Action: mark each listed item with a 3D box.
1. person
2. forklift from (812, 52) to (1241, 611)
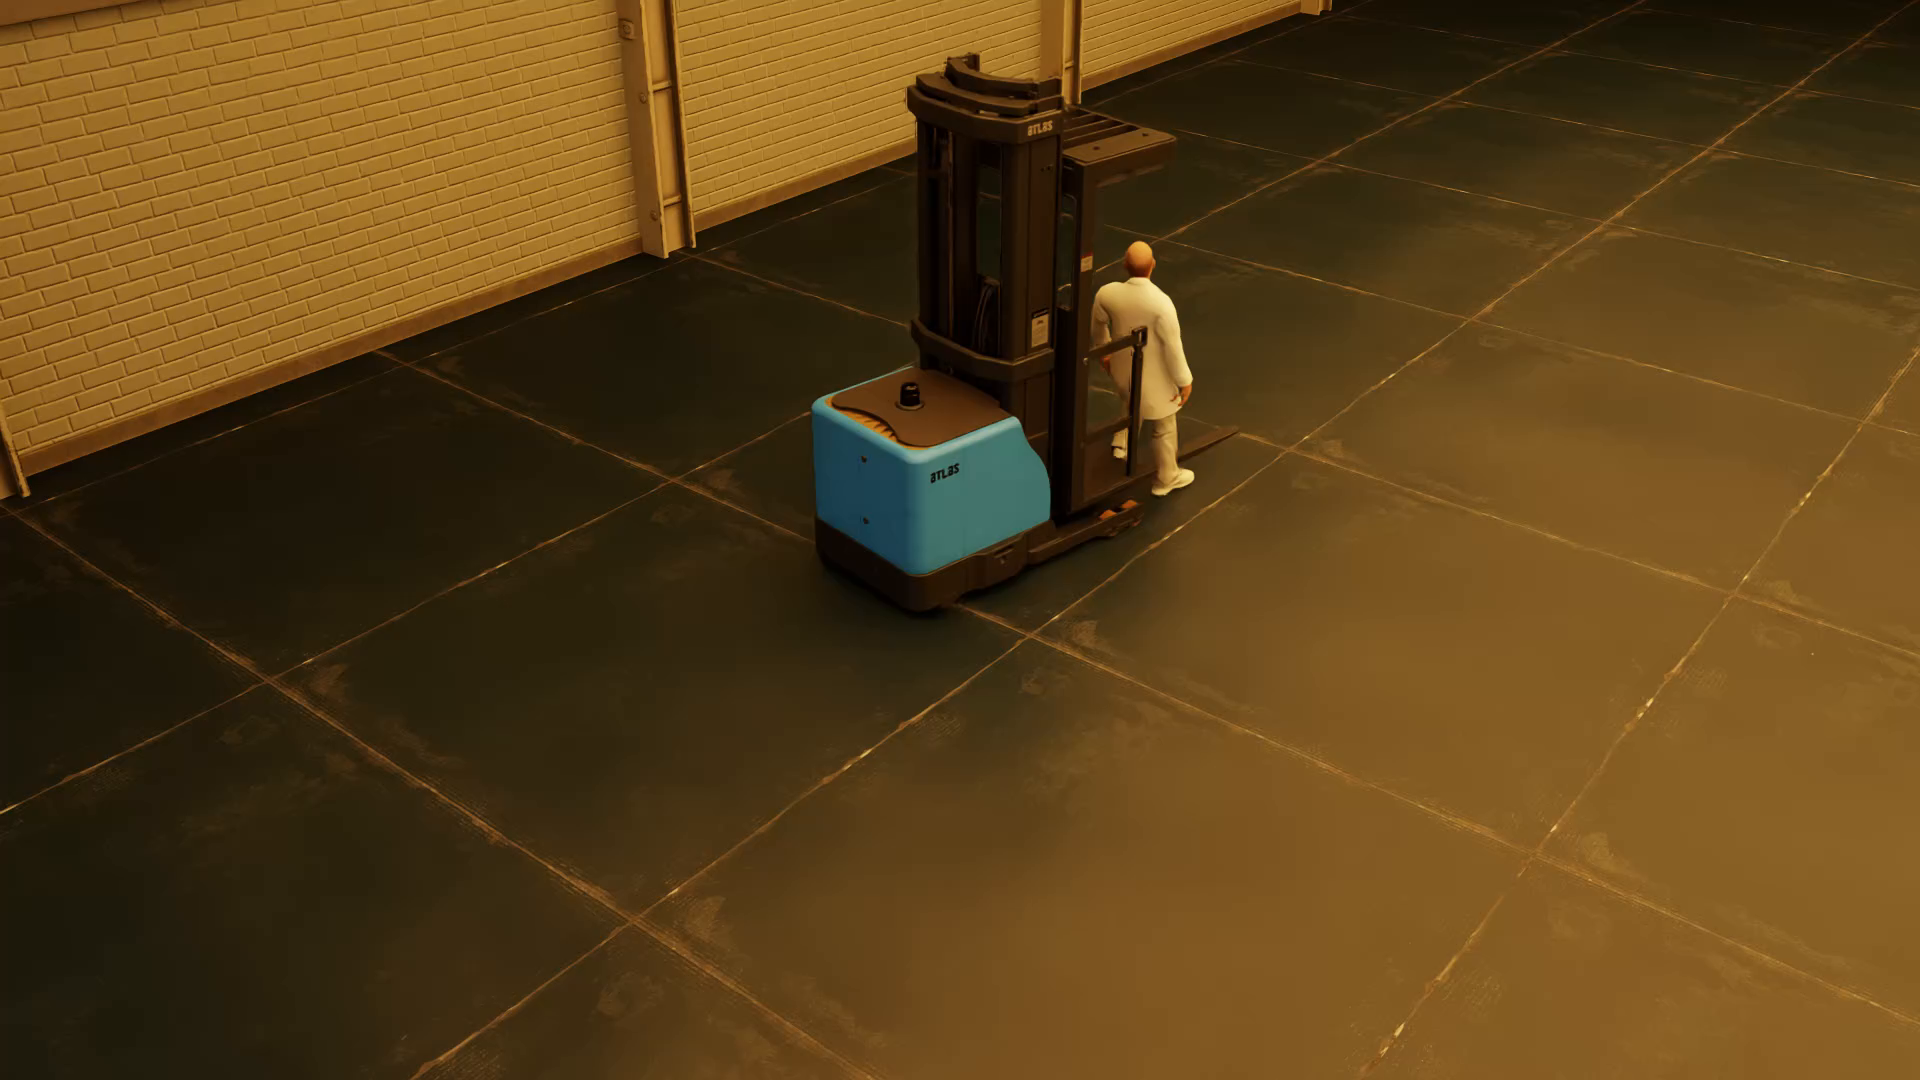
[{"bbox_3d":[1.199,-1.103,10.639,0.757,1.763,0.661,19,35,30],"label":"person"},{"bbox_3d":[0.556,-1.465,10.103,3.031,2.935,1.130,-23,38,-34],"label":"forklift"}]
